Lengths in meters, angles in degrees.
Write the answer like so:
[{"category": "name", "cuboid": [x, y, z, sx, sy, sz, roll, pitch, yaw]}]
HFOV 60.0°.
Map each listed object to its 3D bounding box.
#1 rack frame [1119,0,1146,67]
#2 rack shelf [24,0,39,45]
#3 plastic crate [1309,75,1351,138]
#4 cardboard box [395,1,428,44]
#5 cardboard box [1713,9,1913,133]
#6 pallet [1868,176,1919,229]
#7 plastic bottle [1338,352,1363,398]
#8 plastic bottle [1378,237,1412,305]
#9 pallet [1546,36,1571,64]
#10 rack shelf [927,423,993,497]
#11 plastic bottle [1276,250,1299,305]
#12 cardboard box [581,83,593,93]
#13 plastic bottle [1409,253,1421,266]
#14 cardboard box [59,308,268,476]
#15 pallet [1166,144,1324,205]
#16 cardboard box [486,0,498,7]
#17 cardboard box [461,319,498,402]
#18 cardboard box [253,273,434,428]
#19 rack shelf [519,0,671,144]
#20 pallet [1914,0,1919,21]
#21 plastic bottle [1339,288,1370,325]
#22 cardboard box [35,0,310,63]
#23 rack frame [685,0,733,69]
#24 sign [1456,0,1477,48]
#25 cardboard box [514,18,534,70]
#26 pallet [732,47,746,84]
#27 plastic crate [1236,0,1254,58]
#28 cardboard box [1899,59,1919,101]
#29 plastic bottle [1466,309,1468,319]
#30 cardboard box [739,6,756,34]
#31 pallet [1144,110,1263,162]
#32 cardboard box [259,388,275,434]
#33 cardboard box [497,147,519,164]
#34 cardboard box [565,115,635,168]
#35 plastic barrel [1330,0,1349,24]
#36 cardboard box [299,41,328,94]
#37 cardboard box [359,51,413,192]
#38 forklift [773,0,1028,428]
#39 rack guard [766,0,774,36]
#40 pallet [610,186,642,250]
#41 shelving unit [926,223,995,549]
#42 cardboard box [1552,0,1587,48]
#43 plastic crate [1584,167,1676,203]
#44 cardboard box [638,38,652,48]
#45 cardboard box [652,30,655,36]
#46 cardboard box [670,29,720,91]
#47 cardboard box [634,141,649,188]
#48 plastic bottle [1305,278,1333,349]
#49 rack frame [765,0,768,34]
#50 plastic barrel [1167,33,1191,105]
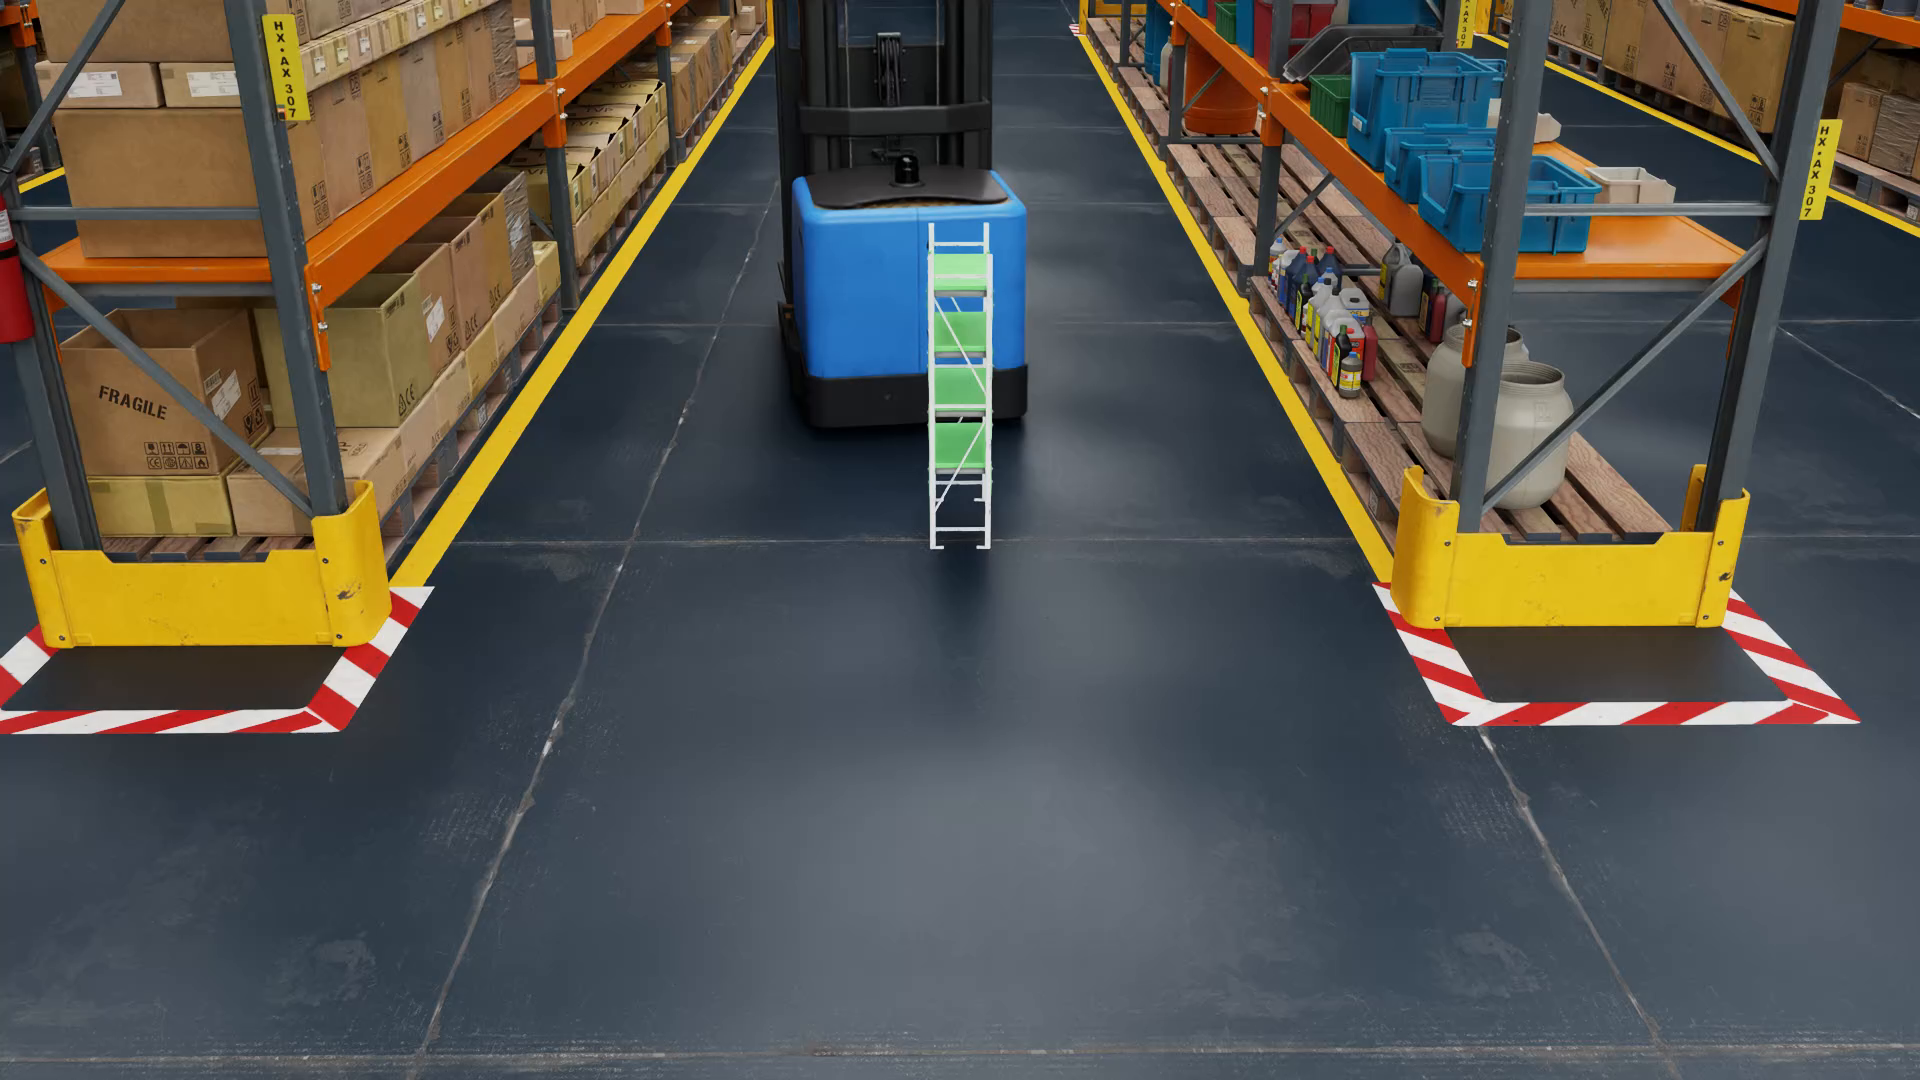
[{"category": "rack frame", "cuboid": [2.131, -6.032, 16.447, 1.000, 3.000, 0.127, 0, 24, -1]}, {"category": "rack shelf", "cuboid": [-7.754, -4.836, 14.675, 1.077, 0.370, 4.000, 0, 24, -1]}, {"category": "plastic crate", "cuboid": [1.951, -2.078, 7.963, 0.450, 0.188, 0.662, 0, 24, -1]}, {"category": "cardboard box", "cuboid": [-2.496, -2.204, 7.074, 0.380, 0.149, 0.250, 0, 24, 0]}, {"category": "cardboard box", "cuboid": [7.141, -3.914, 13.832, 1.225, 0.875, 0.875, -1, 24, -3]}, {"category": "pallet", "cuboid": [7.145, -2.312, 11.606, 1.003, 0.211, 1.213, 0, 24, -1]}, {"category": "plastic bottle", "cuboid": [1.803, -0.768, 7.669, 0.097, 0.201, 0.097, 0, 24, 0]}, {"category": "plastic bottle", "cuboid": [2.369, -1.464, 9.028, 0.144, 0.351, 0.185, 0, 24, -1]}, {"category": "pallet", "cuboid": [7.137, -5.601, 18.879, 1.003, 0.211, 1.213, 0, 24, -1]}, {"category": "rack shelf", "cuboid": [-0.002, -0.338, 6.779, 0.258, 0.148, 0.480, 0, 24, -1]}, {"category": "plastic bottle", "cuboid": [1.814, -1.429, 9.040, 0.152, 0.276, 0.135, 1, 24, 1]}, {"category": "cardboard box", "cuboid": [-3.067, -3.340, 12.641, 0.500, 0.311, 0.500, 1, 24, 1]}, {"category": "plastic bottle", "cuboid": [2.513, -1.465, 9.030, 0.144, 0.351, 0.185, -1, 24, -2]}, {"category": "cardboard box", "cuboid": [-2.995, -0.566, 6.279, 0.500, 0.500, 0.500, 0, 24, -1]}, {"category": "pallet", "cuboid": [2.144, -2.794, 12.671, 1.003, 0.211, 1.213, 0, 24, -1]}, {"category": "cardboard box", "cuboid": [-2.512, -2.735, 8.249, 0.380, 0.149, 0.250, -1, 24, -2]}, {"category": "cardboard box", "cuboid": [-2.489, -0.845, 7.806, 0.500, 0.250, 0.500, 0, 24, -1]}, {"category": "cardboard box", "cuboid": [-2.482, -0.775, 6.740, 0.500, 0.500, 0.500, 0, 24, -1]}, {"category": "rack shelf", "cuboid": [-2.757, -3.211, 11.083, 1.077, 0.370, 4.000, 0, 24, -1]}, {"category": "pallet", "cuboid": [7.190, -3.503, 11.088, 1.003, 0.211, 1.213, 0, 24, -1]}, {"category": "plastic bottle", "cuboid": [1.967, -1.119, 8.355, 0.152, 0.276, 0.135, 0, 24, -1]}, {"category": "cardboard box", "cuboid": [-2.684, -1.917, 5.654, 0.700, 0.500, 0.500, 0, 24, 0]}, {"category": "rack frame", "cuboid": [-2.822, -6.011, 16.401, 1.000, 3.000, 0.127, 0, 24, -1]}, {"category": "sign", "cuboid": [2.768, -2.860, 9.097, 0.100, 0.325, 0.005, 0, 24, -1]}, {"category": "cardboard box", "cuboid": [-2.784, -2.849, 9.592, 0.500, 0.250, 0.500, 1, 24, 3]}, {"category": "pallet", "cuboid": [-2.829, -5.024, 17.602, 1.003, 0.211, 1.213, 0, 24, -1]}, {"category": "plastic crate", "cuboid": [1.895, -3.181, 10.164, 0.392, 0.384, 0.575, 0, 24, -1]}, {"category": "cardboard box", "cuboid": [7.180, -3.315, 12.029, 0.500, 0.250, 0.500, 2, 24, 5]}, {"category": "plastic bottle", "cuboid": [2.547, -1.059, 8.229, 0.097, 0.271, 0.097, 0, 24, 0]}, {"category": "cardboard box", "cuboid": [-2.633, -5.993, 19.163, 0.500, 0.250, 0.500, 0, 24, -1]}, {"category": "pallet", "cuboid": [2.124, -3.438, 14.095, 1.003, 0.211, 1.213, 0, 24, -1]}, {"category": "cardboard box", "cuboid": [-3.010, -0.431, 6.889, 0.500, 0.250, 0.500, 0, 24, -1]}, {"category": "cardboard box", "cuboid": [-3.038, -2.289, 10.317, 0.500, 0.311, 0.500, 0, 24, 1]}, {"category": "cardboard box", "cuboid": [-2.508, -2.714, 11.257, 0.500, 0.311, 0.500, 0, 24, 1]}, {"category": "plastic barrel", "cuboid": [2.427, -3.193, 10.004, 0.433, 0.535, 0.433, 0, 24, 0]}, {"category": "cardboard box", "cuboid": [-2.486, -1.679, 5.914, 0.380, 0.149, 0.250, -1, 24, -2]}, {"category": "cardboard box", "cuboid": [-2.694, -1.726, 6.804, 0.700, 0.500, 0.500, 0, 24, 0]}, {"category": "forklift", "cuboid": [-0.418, -2.434, 8.574, 1.130, 2.935, 3.031, -4, 25, -8]}, {"category": "rack guard", "cuboid": [-2.865, -6.489, 20.492, 1.175, 0.500, 0.348, 0, 24, -1]}, {"category": "pallet", "cuboid": [-2.798, -2.252, 11.472, 1.003, 0.211, 1.213, 0, 24, -1]}, {"category": "shelving unit", "cuboid": [-0.002, -0.615, 6.654, 0.258, 1.200, 0.503, 0, 24, -1]}, {"category": "cardboard box", "cuboid": [7.147, -5.921, 18.270, 0.875, 0.875, 0.875, 0, 24, -1]}, {"category": "plastic crate", "cuboid": [2.574, -1.337, 6.387, 0.298, 0.136, 0.250, 0, 24, -1]}, {"category": "cardboard box", "cuboid": [-3.041, -4.238, 14.981, 0.500, 0.500, 0.500, -1, 24, -3]}, {"category": "cardboard box", "cuboid": [-3.050, -4.802, 15.317, 0.500, 0.250, 0.500, 0, 24, 0]}, {"category": "cardboard box", "cuboid": [-2.528, -4.460, 15.472, 0.500, 0.500, 0.500, 0, 24, 0]}, {"category": "cardboard box", "cuboid": [-2.517, -2.666, 11.832, 0.500, 0.250, 0.500, 0, 24, 1]}, {"category": "plastic bottle", "cuboid": [1.819, -1.142, 8.315, 0.144, 0.351, 0.185, 0, 24, -1]}, {"category": "rack frame", "cuboid": [-2.866, -7.660, 20.046, 1.000, 3.000, 0.127, 0, 24, -1]}, {"category": "plastic barrel", "cuboid": [2.140, -4.143, 14.688, 0.600, 0.588, 0.708, 0, 24, -1]}]
